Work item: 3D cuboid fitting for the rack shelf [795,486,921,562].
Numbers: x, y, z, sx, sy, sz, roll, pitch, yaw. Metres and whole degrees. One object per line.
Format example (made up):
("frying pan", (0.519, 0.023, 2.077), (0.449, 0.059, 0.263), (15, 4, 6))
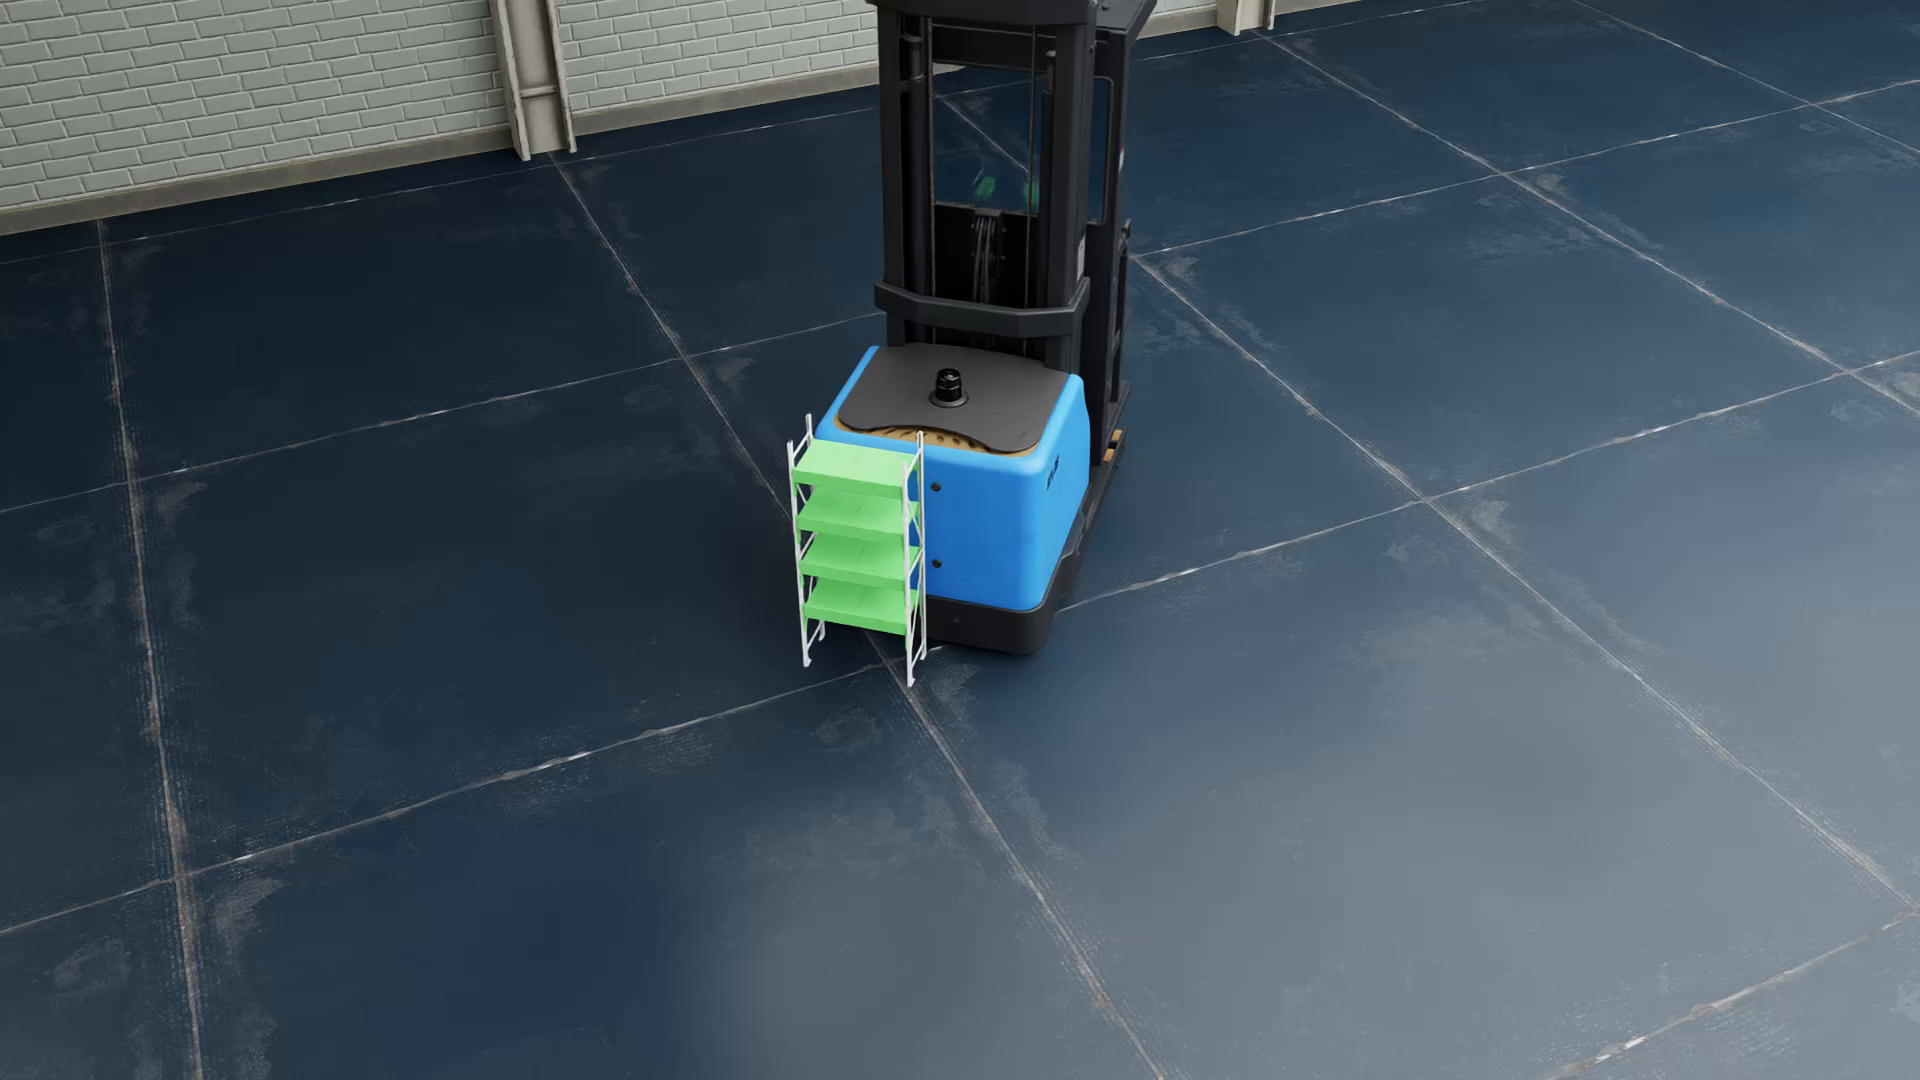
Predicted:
("rack shelf", (-0.428, -0.077, 7.050), (0.480, 0.148, 0.258), (10, 38, 13))

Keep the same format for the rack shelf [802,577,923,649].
("rack shelf", (-0.427, 0.307, 7.338), (0.480, 0.148, 0.258), (10, 38, 13))

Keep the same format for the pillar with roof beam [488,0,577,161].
("pillar with roof beam", (-1.188, -4.141, 6.280), (0.400, 9.000, 9.100), (-16, 39, -20))

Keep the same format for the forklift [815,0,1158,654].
("forklift", (0.258, -1.546, 7.874), (1.130, 2.935, 3.031), (10, 38, 13))

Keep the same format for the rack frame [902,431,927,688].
("rack frame", (-0.193, 0.103, 7.102), (0.015, 1.200, 0.240), (10, 38, 13))

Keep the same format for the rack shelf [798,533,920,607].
("rack shelf", (-0.427, 0.115, 7.194), (0.480, 0.148, 0.258), (10, 38, 13))

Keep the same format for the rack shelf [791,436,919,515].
("rack shelf", (-0.428, -0.269, 6.907), (0.480, 0.148, 0.258), (10, 38, 13))

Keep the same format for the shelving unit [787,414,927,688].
("shelving unit", (-0.427, 0.064, 7.156), (0.503, 1.200, 0.258), (10, 38, 13))

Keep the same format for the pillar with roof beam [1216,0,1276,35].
("pillar with roof beam", (4.243, -5.660, 8.327), (0.400, 9.000, 9.100), (-16, 39, -20))

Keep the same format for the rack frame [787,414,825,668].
("rack frame", (-0.662, 0.024, 7.210), (0.015, 1.200, 0.240), (10, 38, 13))
